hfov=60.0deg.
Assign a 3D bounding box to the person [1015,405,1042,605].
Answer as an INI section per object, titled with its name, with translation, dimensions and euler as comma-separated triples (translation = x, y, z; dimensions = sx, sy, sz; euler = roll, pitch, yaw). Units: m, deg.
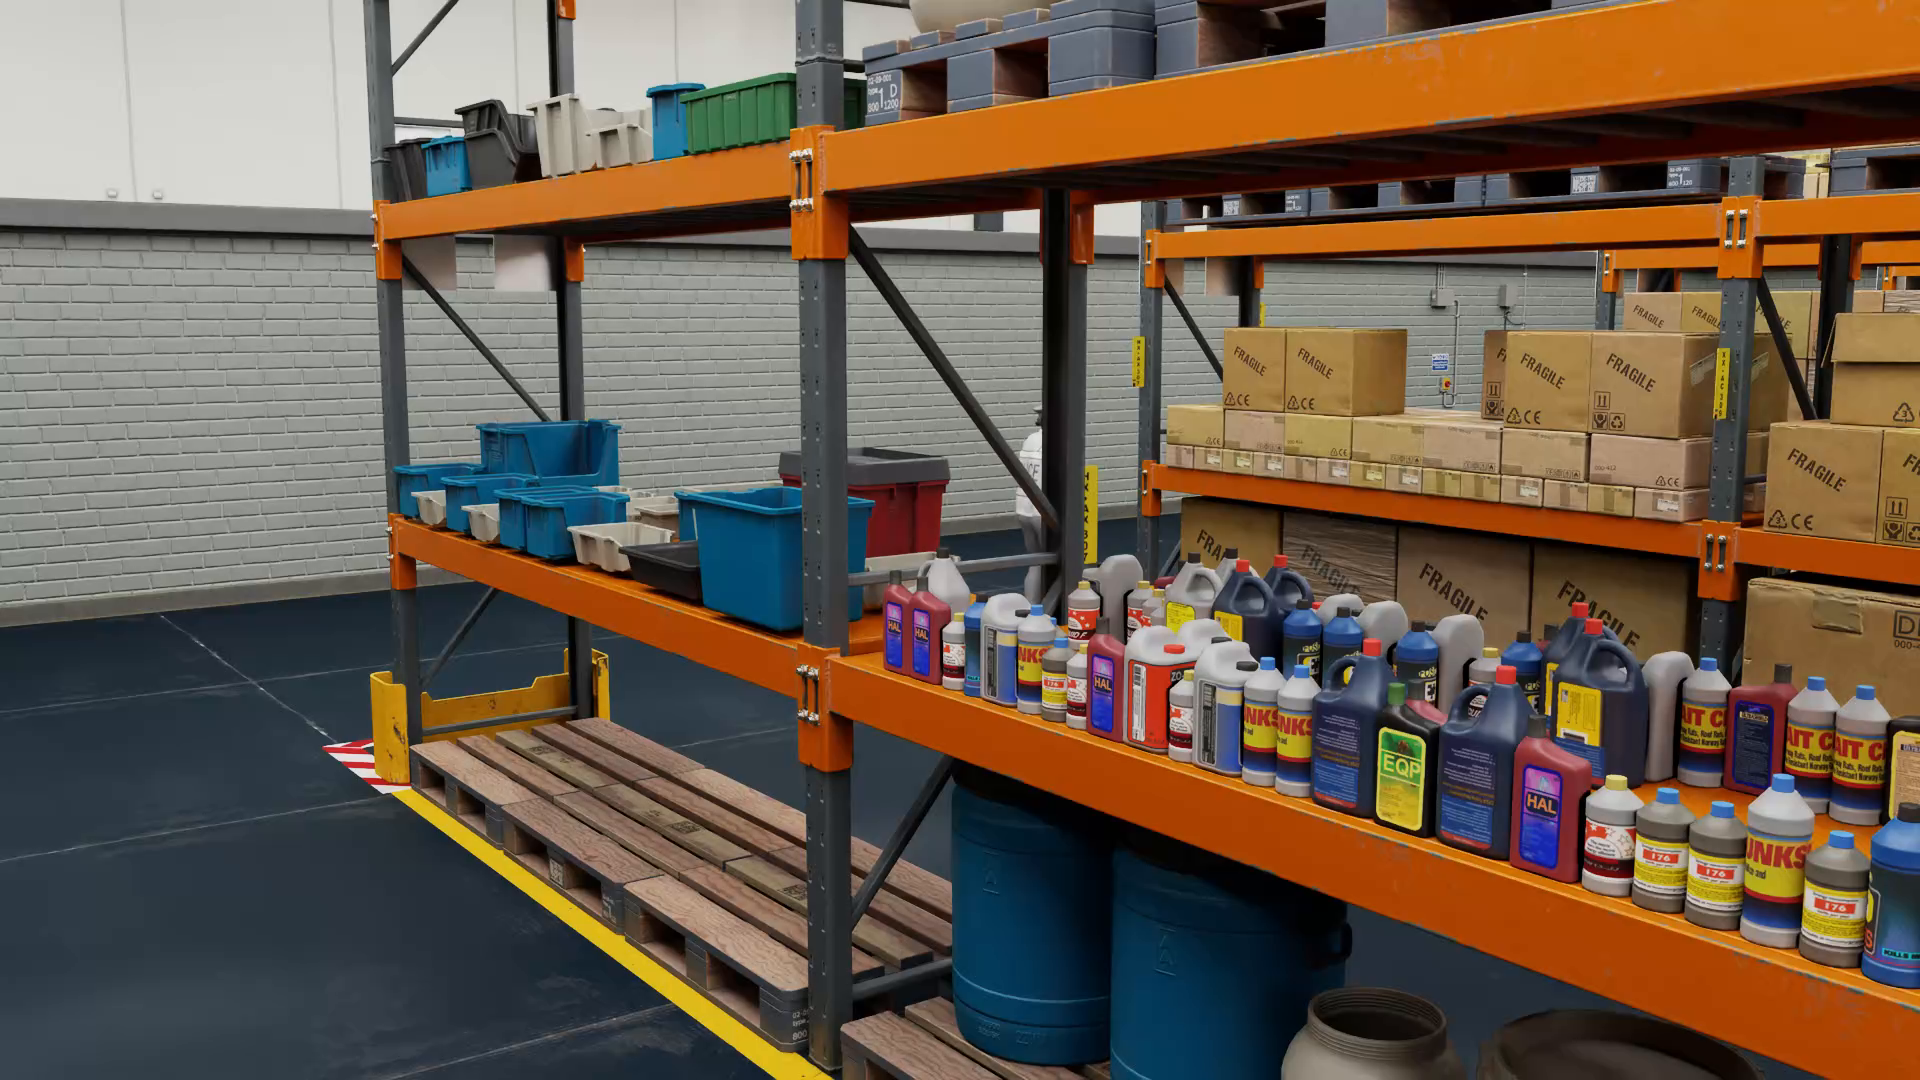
[person]
translation = 0.626, -0.163, 11.988
dimensions = 0.398, 1.660, 0.530
euler = -5, 9, -32
